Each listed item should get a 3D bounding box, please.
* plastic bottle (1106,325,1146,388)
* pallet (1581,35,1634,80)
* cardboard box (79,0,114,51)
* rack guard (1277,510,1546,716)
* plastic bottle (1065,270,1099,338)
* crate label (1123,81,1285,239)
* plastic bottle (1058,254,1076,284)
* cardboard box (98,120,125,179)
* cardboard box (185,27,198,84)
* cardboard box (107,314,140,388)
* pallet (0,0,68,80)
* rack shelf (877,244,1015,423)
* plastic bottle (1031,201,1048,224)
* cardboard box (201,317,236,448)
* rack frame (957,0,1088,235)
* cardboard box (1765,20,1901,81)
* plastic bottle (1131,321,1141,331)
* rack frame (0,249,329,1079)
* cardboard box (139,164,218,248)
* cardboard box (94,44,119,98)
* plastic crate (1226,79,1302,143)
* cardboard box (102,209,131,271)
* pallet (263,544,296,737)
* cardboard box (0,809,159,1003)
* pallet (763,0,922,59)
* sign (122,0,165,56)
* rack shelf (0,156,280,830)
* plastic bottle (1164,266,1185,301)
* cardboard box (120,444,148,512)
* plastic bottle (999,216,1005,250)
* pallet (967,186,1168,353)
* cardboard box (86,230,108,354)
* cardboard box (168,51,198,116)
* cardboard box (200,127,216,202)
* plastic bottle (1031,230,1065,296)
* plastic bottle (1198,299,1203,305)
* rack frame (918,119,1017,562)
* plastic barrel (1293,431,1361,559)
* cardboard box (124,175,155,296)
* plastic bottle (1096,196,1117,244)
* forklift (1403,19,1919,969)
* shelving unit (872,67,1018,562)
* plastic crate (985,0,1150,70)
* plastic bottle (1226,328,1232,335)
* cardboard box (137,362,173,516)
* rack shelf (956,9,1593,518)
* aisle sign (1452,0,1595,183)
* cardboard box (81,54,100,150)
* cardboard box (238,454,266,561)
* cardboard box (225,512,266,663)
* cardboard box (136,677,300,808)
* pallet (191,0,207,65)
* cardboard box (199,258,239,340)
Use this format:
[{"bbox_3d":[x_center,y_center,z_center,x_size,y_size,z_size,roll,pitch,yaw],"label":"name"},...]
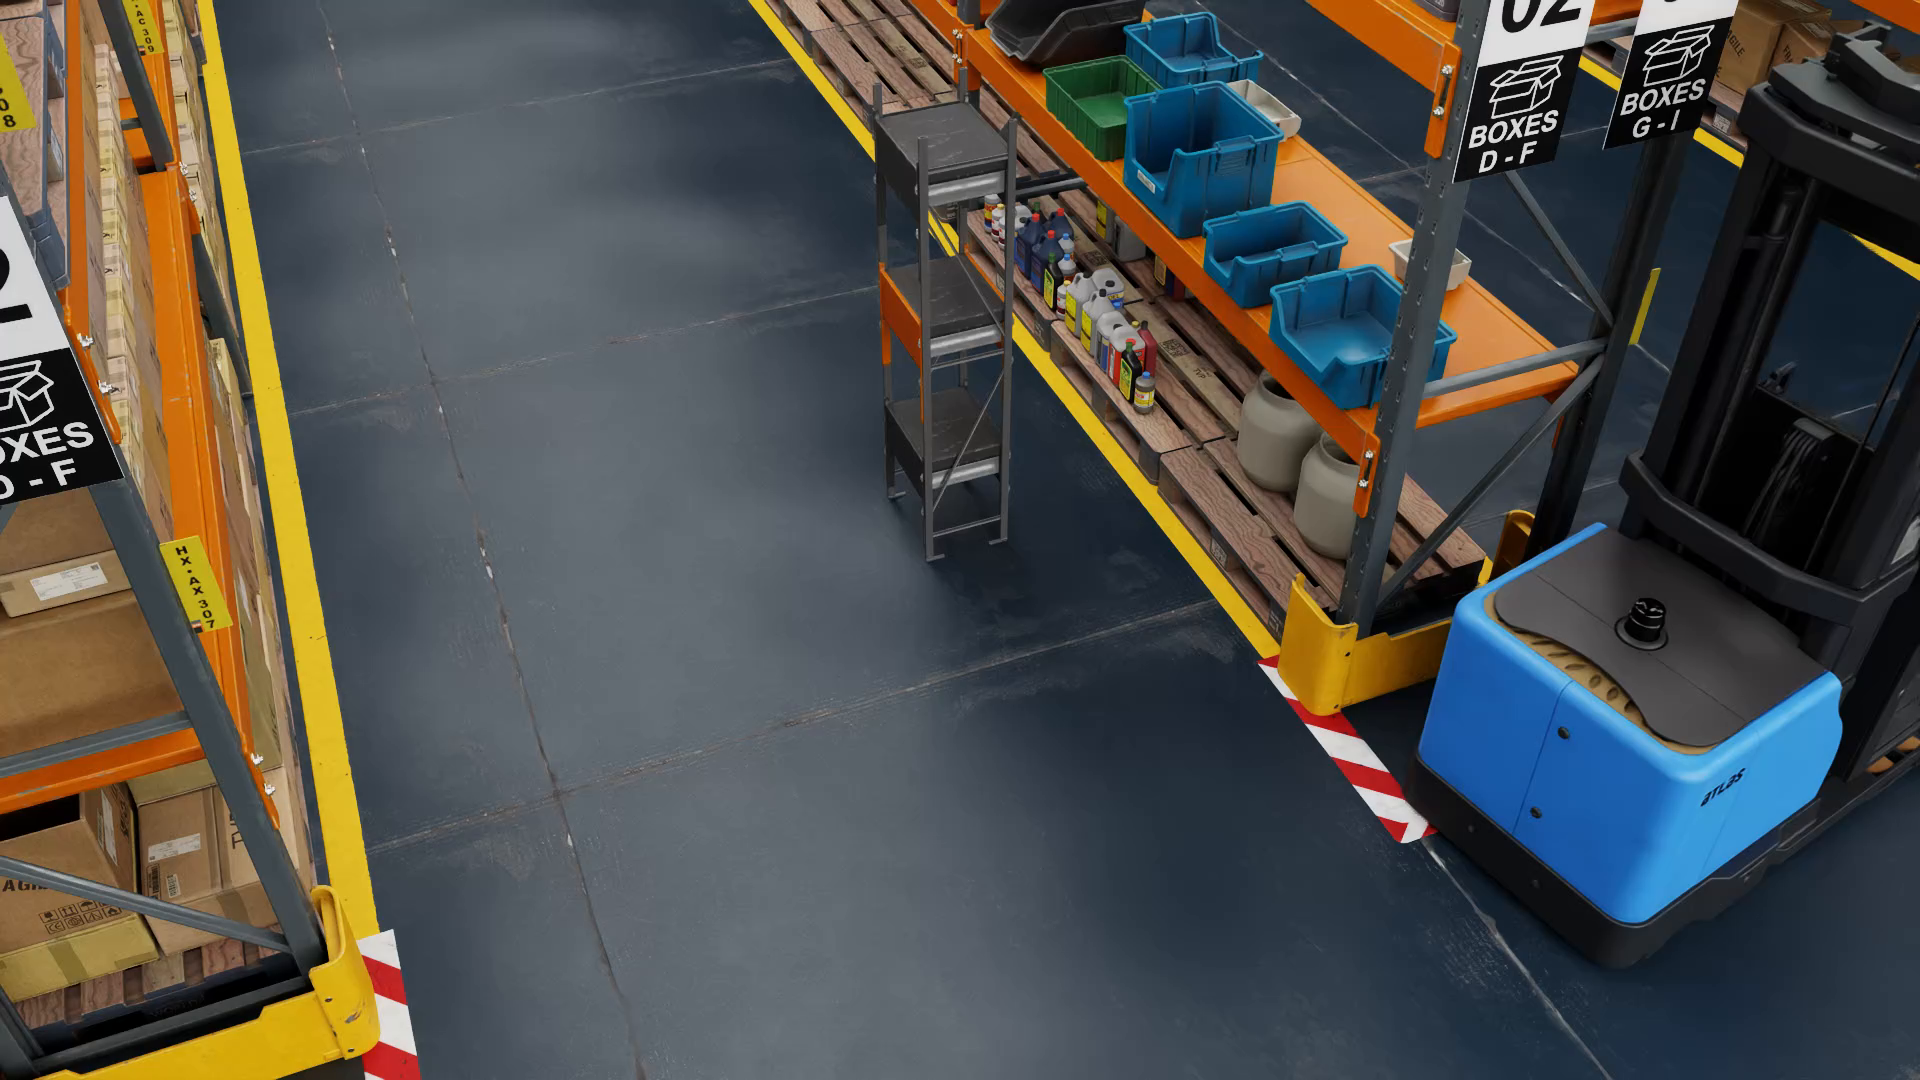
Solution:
[{"bbox_3d":[0.819,-0.906,8.173,0.152,0.276,0.135,-15,43,-17],"label":"plastic bottle"},{"bbox_3d":[4.744,-3.673,11.778,1.003,0.211,1.213,-15,43,-17],"label":"pallet"},{"bbox_3d":[-4.591,-2.614,8.331,0.500,0.500,0.500,-12,42,-14],"label":"cardboard box"},{"bbox_3d":[1.926,0.297,6.939,1.175,0.500,0.348,-15,43,-17],"label":"rack guard"},{"bbox_3d":[0.628,-1.229,8.491,0.144,0.351,0.185,-15,43,-17],"label":"plastic bottle"},{"bbox_3d":[1.044,-1.671,7.284,0.502,0.435,0.616,-15,43,-17],"label":"crate label"},{"bbox_3d":[0.556,-1.375,8.723,0.097,0.271,0.097,0,41,0],"label":"plastic bottle"},{"bbox_3d":[-3.512,-1.501,6.540,0.380,0.149,0.250,-15,43,-17],"label":"cardboard box"},{"bbox_3d":[-5.214,-3.062,10.716,0.500,0.250,0.500,-14,43,-16],"label":"cardboard box"},{"bbox_3d":[-2.927,-0.578,5.466,0.380,0.149,0.250,-16,43,-18],"label":"cardboard box"},{"bbox_3d":[-3.297,-1.655,5.060,1.003,0.211,1.213,-15,43,-17],"label":"pallet"},{"bbox_3d":[-0.063,-0.885,7.109,0.431,0.518,0.480,-15,43,-17],"label":"rack shelf"},{"bbox_3d":[0.432,-1.700,9.091,0.061,0.283,0.133,-15,43,-17],"label":"plastic bottle"},{"bbox_3d":[-3.550,-0.664,7.352,0.500,0.500,0.500,-15,43,-17],"label":"cardboard box"},{"bbox_3d":[0.468,-3.026,8.887,1.000,3.000,0.127,-15,43,-17],"label":"rack frame"},{"bbox_3d":[5.386,-2.879,10.311,0.500,0.500,0.500,-3,41,-3],"label":"cardboard box"},{"bbox_3d":[0.874,-1.004,8.344,0.097,0.201,0.097,0,41,0],"label":"plastic bottle"},{"bbox_3d":[-2.580,0.617,4.650,1.000,3.000,0.127,-15,43,-17],"label":"rack frame"},{"bbox_3d":[-4.225,-1.736,8.743,0.500,0.311,0.500,-16,43,-17],"label":"cardboard box"},{"bbox_3d":[-3.808,-1.966,7.080,0.380,0.149,0.250,-15,43,-17],"label":"cardboard box"},{"bbox_3d":[1.323,-2.011,7.909,0.530,0.136,0.437,-15,43,-17],"label":"plastic crate"},{"bbox_3d":[-3.219,-1.041,6.005,0.380,0.149,0.250,-14,43,-15],"label":"cardboard box"},{"bbox_3d":[-3.374,0.490,6.936,1.003,0.211,1.213,-15,43,-17],"label":"pallet"},{"bbox_3d":[-3.058,1.251,5.700,0.500,0.250,0.500,-15,43,-17],"label":"cardboard box"},{"bbox_3d":[-0.802,-3.902,12.044,1.003,0.211,1.213,-15,43,-17],"label":"pallet"},{"bbox_3d":[-3.598,-2.290,7.306,0.100,0.325,0.005,-15,43,-17],"label":"sign"},{"bbox_3d":[-3.345,-0.315,6.286,1.077,0.370,4.000,-15,43,-17],"label":"rack shelf"},{"bbox_3d":[1.138,-1.411,8.754,0.061,0.283,0.133,-15,43,-17],"label":"plastic bottle"},{"bbox_3d":[-2.634,-0.115,4.928,0.380,0.149,0.250,-16,43,-18],"label":"cardboard box"},{"bbox_3d":[0.262,-1.708,9.163,0.097,0.201,0.097,0,41,0],"label":"plastic bottle"},{"bbox_3d":[0.686,-1.554,9.313,1.003,0.211,1.213,-15,43,-17],"label":"pallet"},{"bbox_3d":[-3.167,-0.848,5.282,0.700,0.500,0.500,-15,43,-17],"label":"cardboard box"},{"bbox_3d":[-4.817,-2.661,9.819,0.500,0.311,0.500,-15,43,-17],"label":"cardboard box"},{"bbox_3d":[-4.625,-2.140,9.643,0.500,0.250,0.500,-14,43,-16],"label":"cardboard box"},{"bbox_3d":[0.465,-1.485,8.789,0.144,0.351,0.185,-17,43,-19],"label":"plastic bottle"},{"bbox_3d":[1.306,-1.342,8.738,0.097,0.201,0.097,0,41,0],"label":"plastic bottle"},{"bbox_3d":[0.030,-0.749,6.929,0.400,2.100,0.015,-15,43,-17],"label":"rack frame"},{"bbox_3d":[1.676,-0.210,7.198,0.421,0.512,0.421,0,41,0],"label":"plastic barrel"},{"bbox_3d":[-3.727,-1.248,6.743,0.700,0.500,0.500,-16,43,-17],"label":"cardboard box"},{"bbox_3d":[0.847,-1.836,9.198,0.144,0.351,0.185,-15,43,-17],"label":"plastic bottle"},{"bbox_3d":[3.213,-0.373,5.854,3.031,2.935,1.130,-24,46,-26],"label":"forklift"},{"bbox_3d":[-0.063,-0.896,7.100,0.431,2.100,0.503,-15,43,-17],"label":"shelving unit"},{"bbox_3d":[0.550,-2.655,8.503,0.767,0.338,0.504,-15,43,-17],"label":"plastic crate"},{"bbox_3d":[1.423,-1.185,8.501,0.097,0.271,0.097,0,41,0],"label":"plastic bottle"},{"bbox_3d":[-3.137,-0.321,5.664,0.700,0.500,0.500,-15,43,-17],"label":"cardboard box"},{"bbox_3d":[1.233,-1.548,7.720,1.077,0.370,4.000,-15,43,-17],"label":"rack shelf"},{"bbox_3d":[1.751,-1.484,5.100,0.394,0.787,0.004,-15,43,-17],"label":"aisle sign"},{"bbox_3d":[-3.740,-1.752,6.334,0.700,0.500,0.500,-15,43,-17],"label":"cardboard box"},{"bbox_3d":[-3.344,-0.083,7.251,0.500,0.250,0.500,-15,43,-17],"label":"cardboard box"},{"bbox_3d":[-2.976,0.239,6.302,0.500,0.500,0.500,-15,43,-17],"label":"cardboard box"},{"bbox_3d":[-2.774,0.822,6.199,0.500,0.250,0.500,-15,43,-17],"label":"cardboard box"},{"bbox_3d":[-5.891,-3.604,11.698,1.003,0.211,1.213,-15,43,-17],"label":"pallet"},{"bbox_3d":[-4.036,-1.214,8.566,0.500,0.250,0.500,-16,43,-18],"label":"cardboard box"}]
